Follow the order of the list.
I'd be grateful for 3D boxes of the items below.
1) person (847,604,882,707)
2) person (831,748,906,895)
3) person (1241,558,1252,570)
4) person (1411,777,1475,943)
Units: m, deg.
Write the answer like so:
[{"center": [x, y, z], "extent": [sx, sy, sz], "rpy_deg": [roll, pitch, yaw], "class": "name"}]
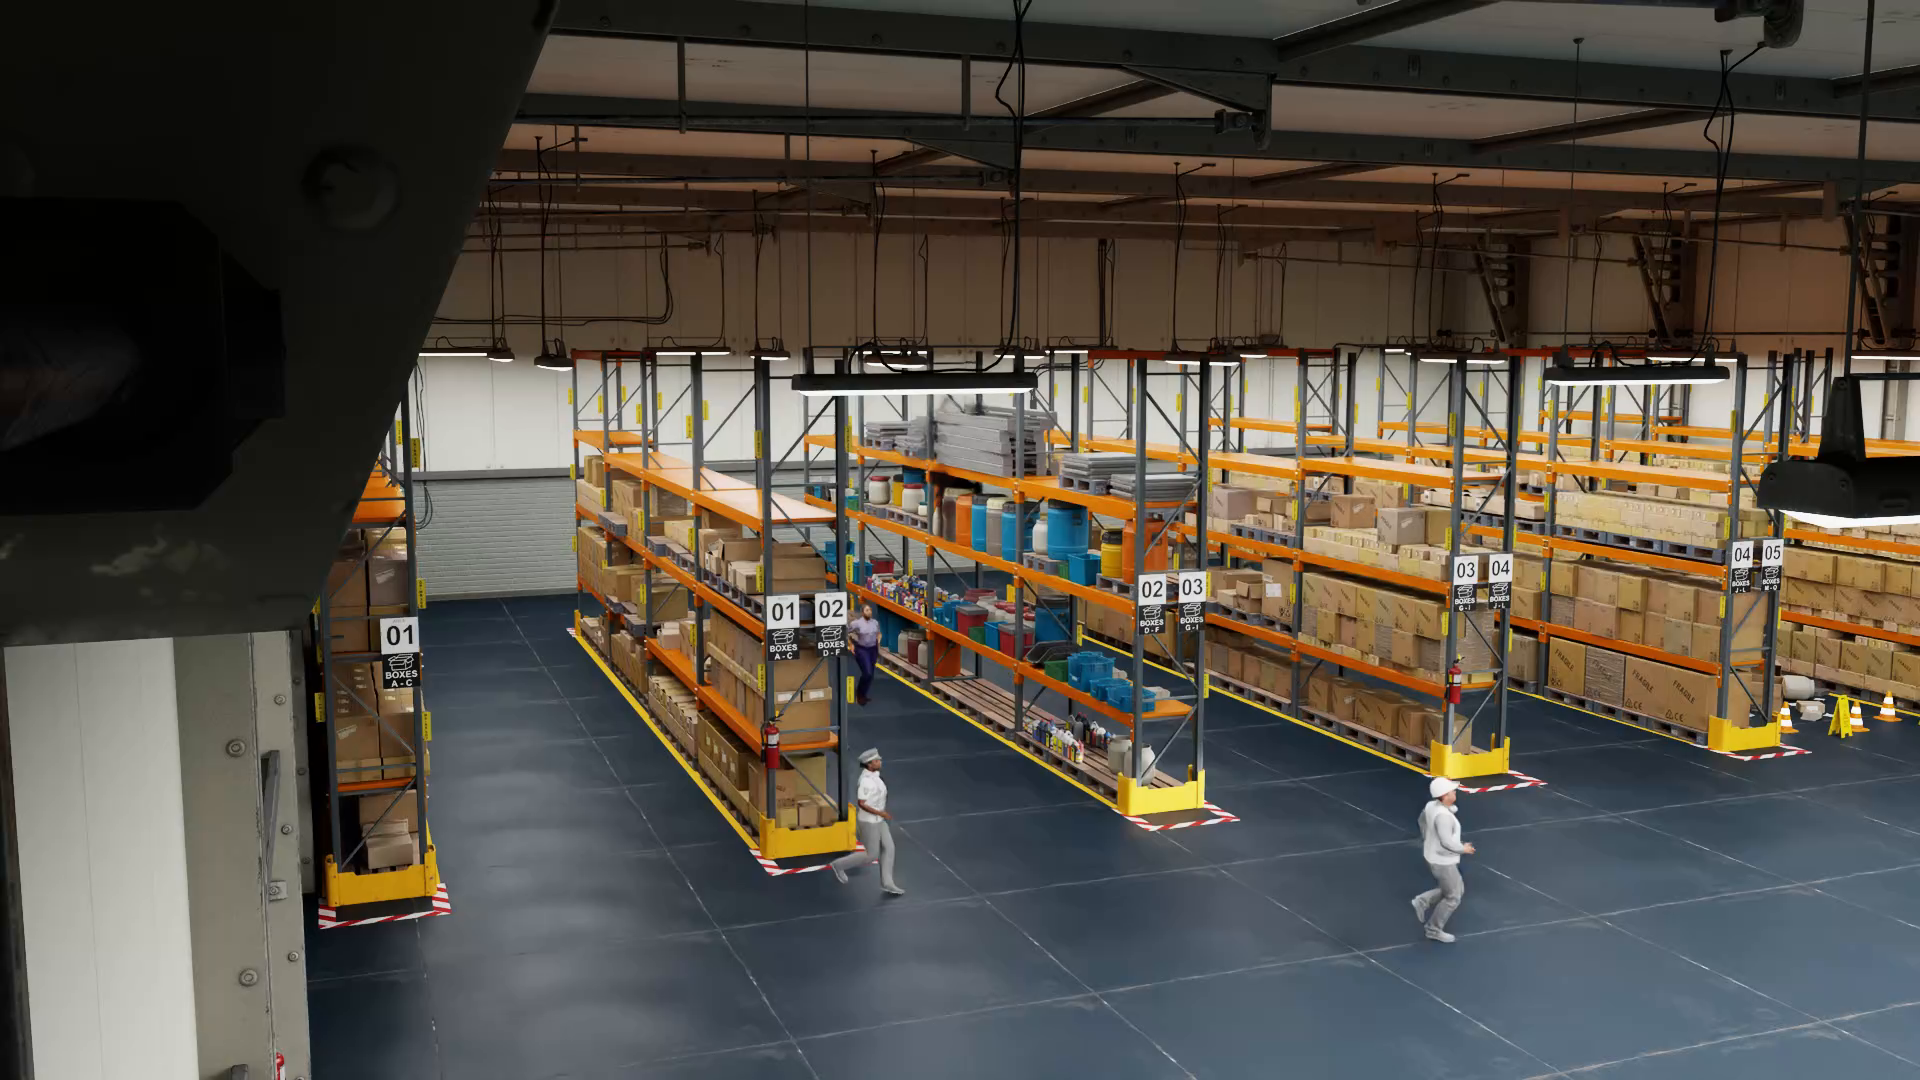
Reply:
[{"center": [-1.512, 1.883, 27.127], "extent": [0.585, 1.681, 0.625], "rpy_deg": [-6, 9, -38], "class": "person"}, {"center": [-1.030, 3.178, 18.849], "extent": [0.856, 1.689, 0.603], "rpy_deg": [1, 7, 8], "class": "person"}, {"center": [7.176, 0.337, 41.502], "extent": [0.540, 1.697, 0.755], "rpy_deg": [5, 9, 37], "class": "person"}, {"center": [5.049, 3.325, 17.356], "extent": [0.591, 1.734, 0.698], "rpy_deg": [0, 7, 3], "class": "person"}]
